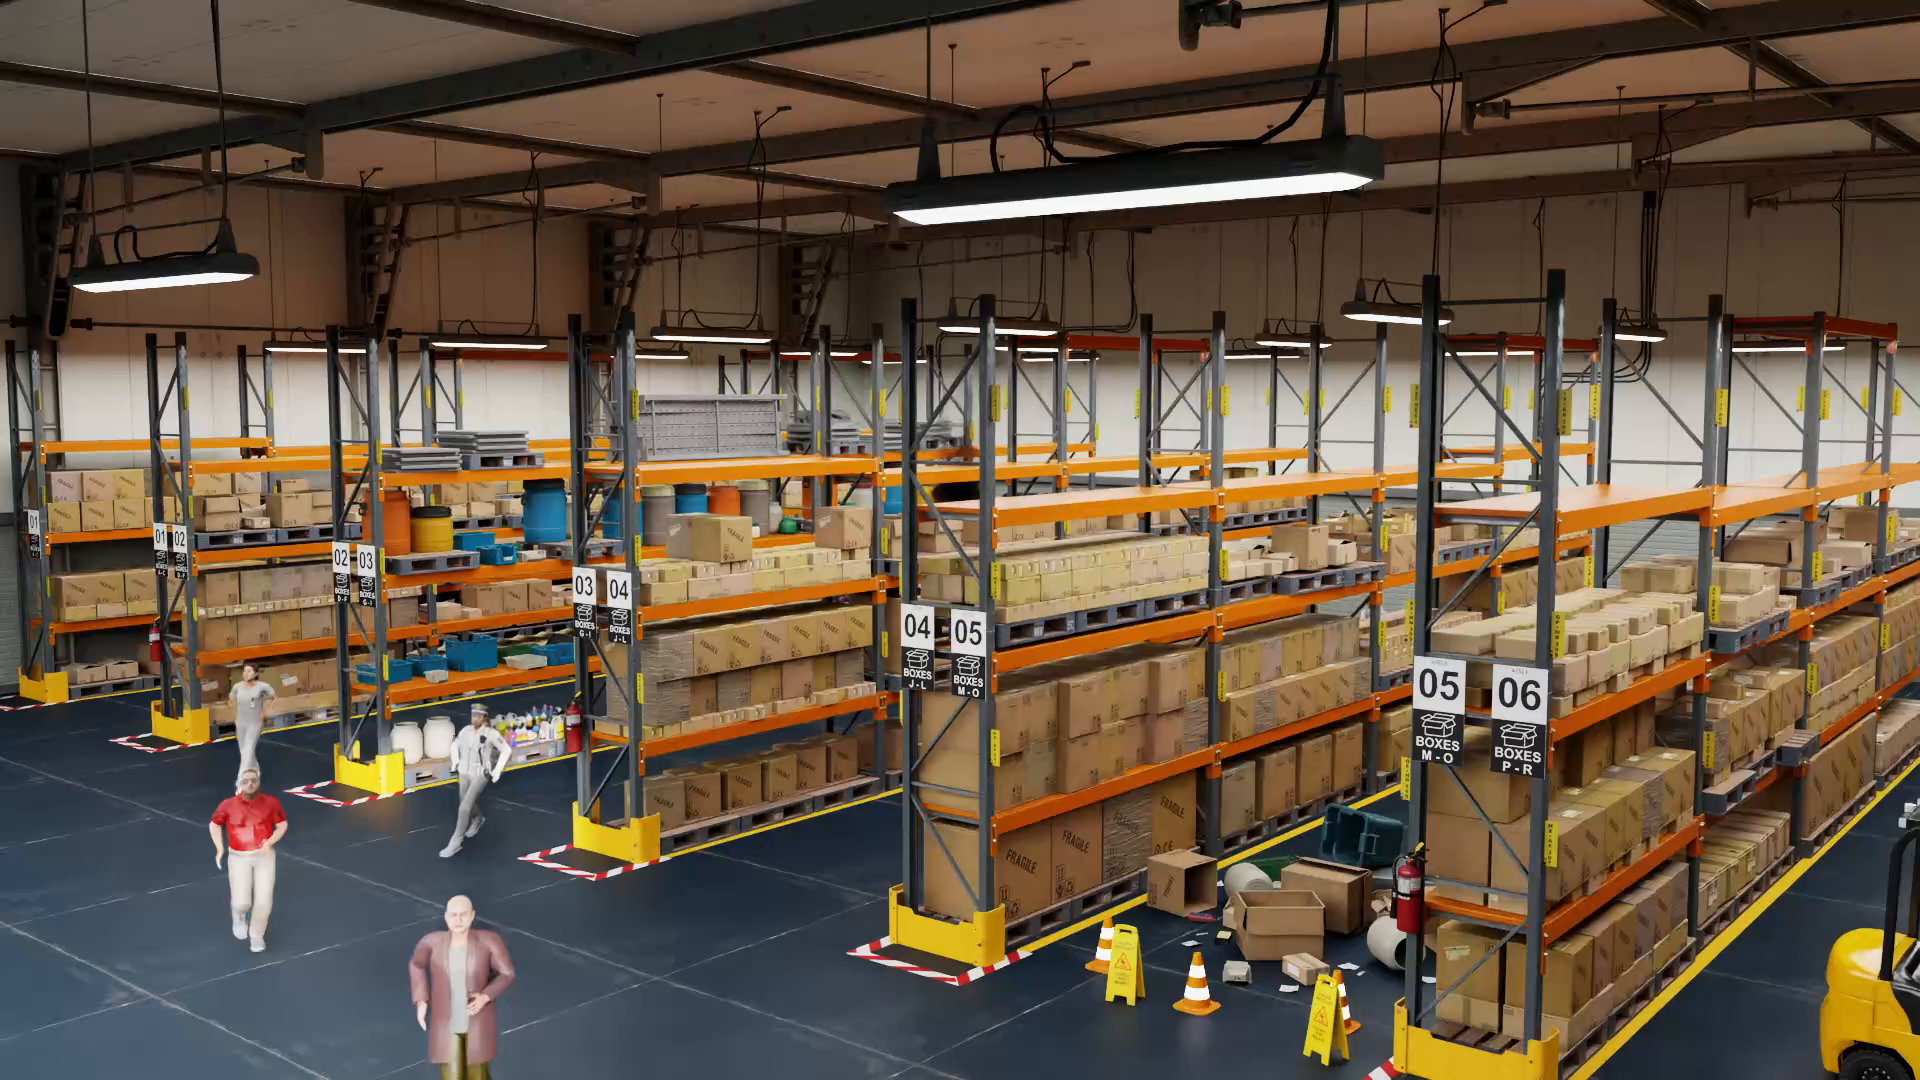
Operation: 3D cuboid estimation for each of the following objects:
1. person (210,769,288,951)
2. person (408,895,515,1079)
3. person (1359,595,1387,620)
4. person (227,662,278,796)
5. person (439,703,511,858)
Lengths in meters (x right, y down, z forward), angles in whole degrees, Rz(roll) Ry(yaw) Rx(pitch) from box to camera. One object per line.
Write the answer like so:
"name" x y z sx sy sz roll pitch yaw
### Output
"person" -6.522 2.953 15.305 0.658 1.680 0.591 -3 6 -27
"person" -3.366 3.270 11.240 0.713 1.782 0.903 -1 5 -11
"person" 7.426 1.733 29.696 0.613 1.521 0.547 1 5 8
"person" -9.106 2.412 21.394 0.572 1.714 0.800 0 5 4
"person" -5.442 2.646 18.658 0.676 1.667 0.923 2 5 19
